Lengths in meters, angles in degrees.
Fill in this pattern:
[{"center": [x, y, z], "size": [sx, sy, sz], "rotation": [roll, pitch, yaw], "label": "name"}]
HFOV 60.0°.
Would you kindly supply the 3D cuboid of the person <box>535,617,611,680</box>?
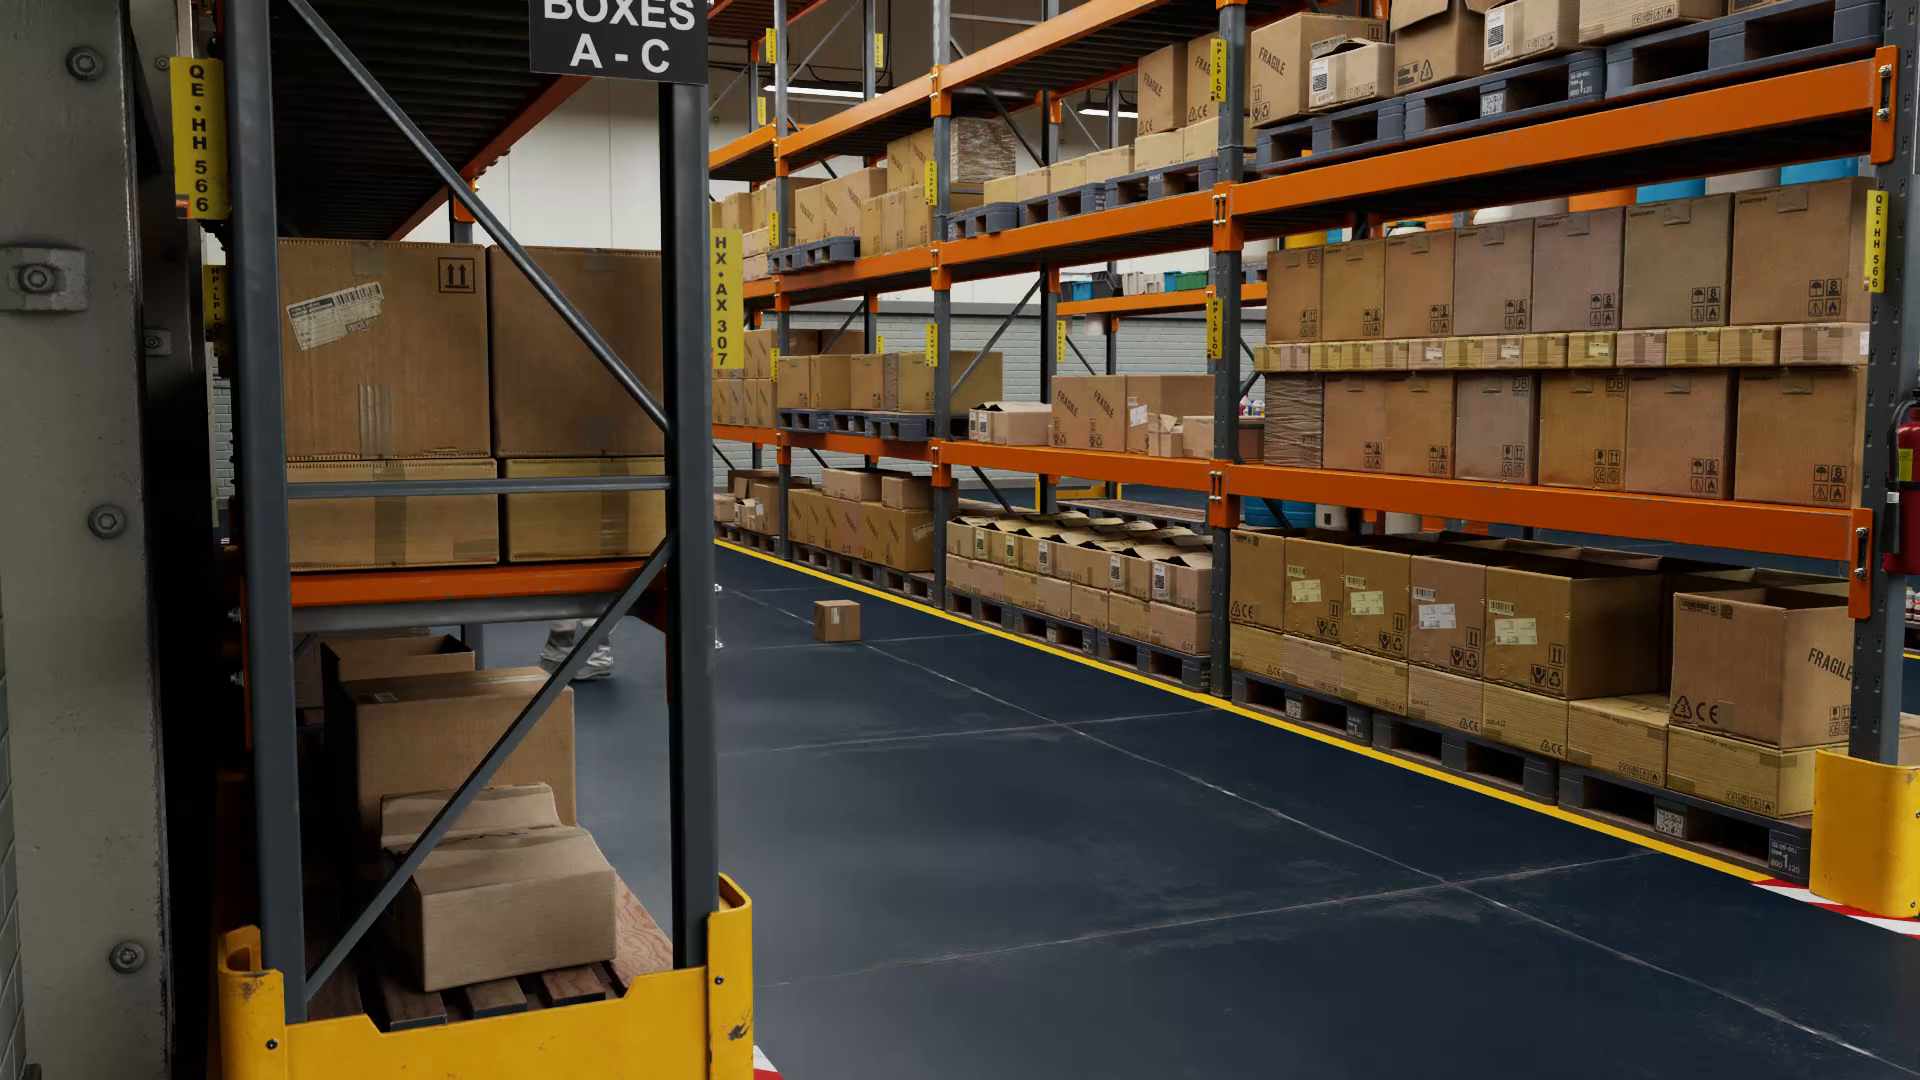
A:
[{"center": [-2.321, -0.075, 9.781], "size": [0.538, 1.805, 0.584], "rotation": [-3, 6, -27], "label": "person"}]
